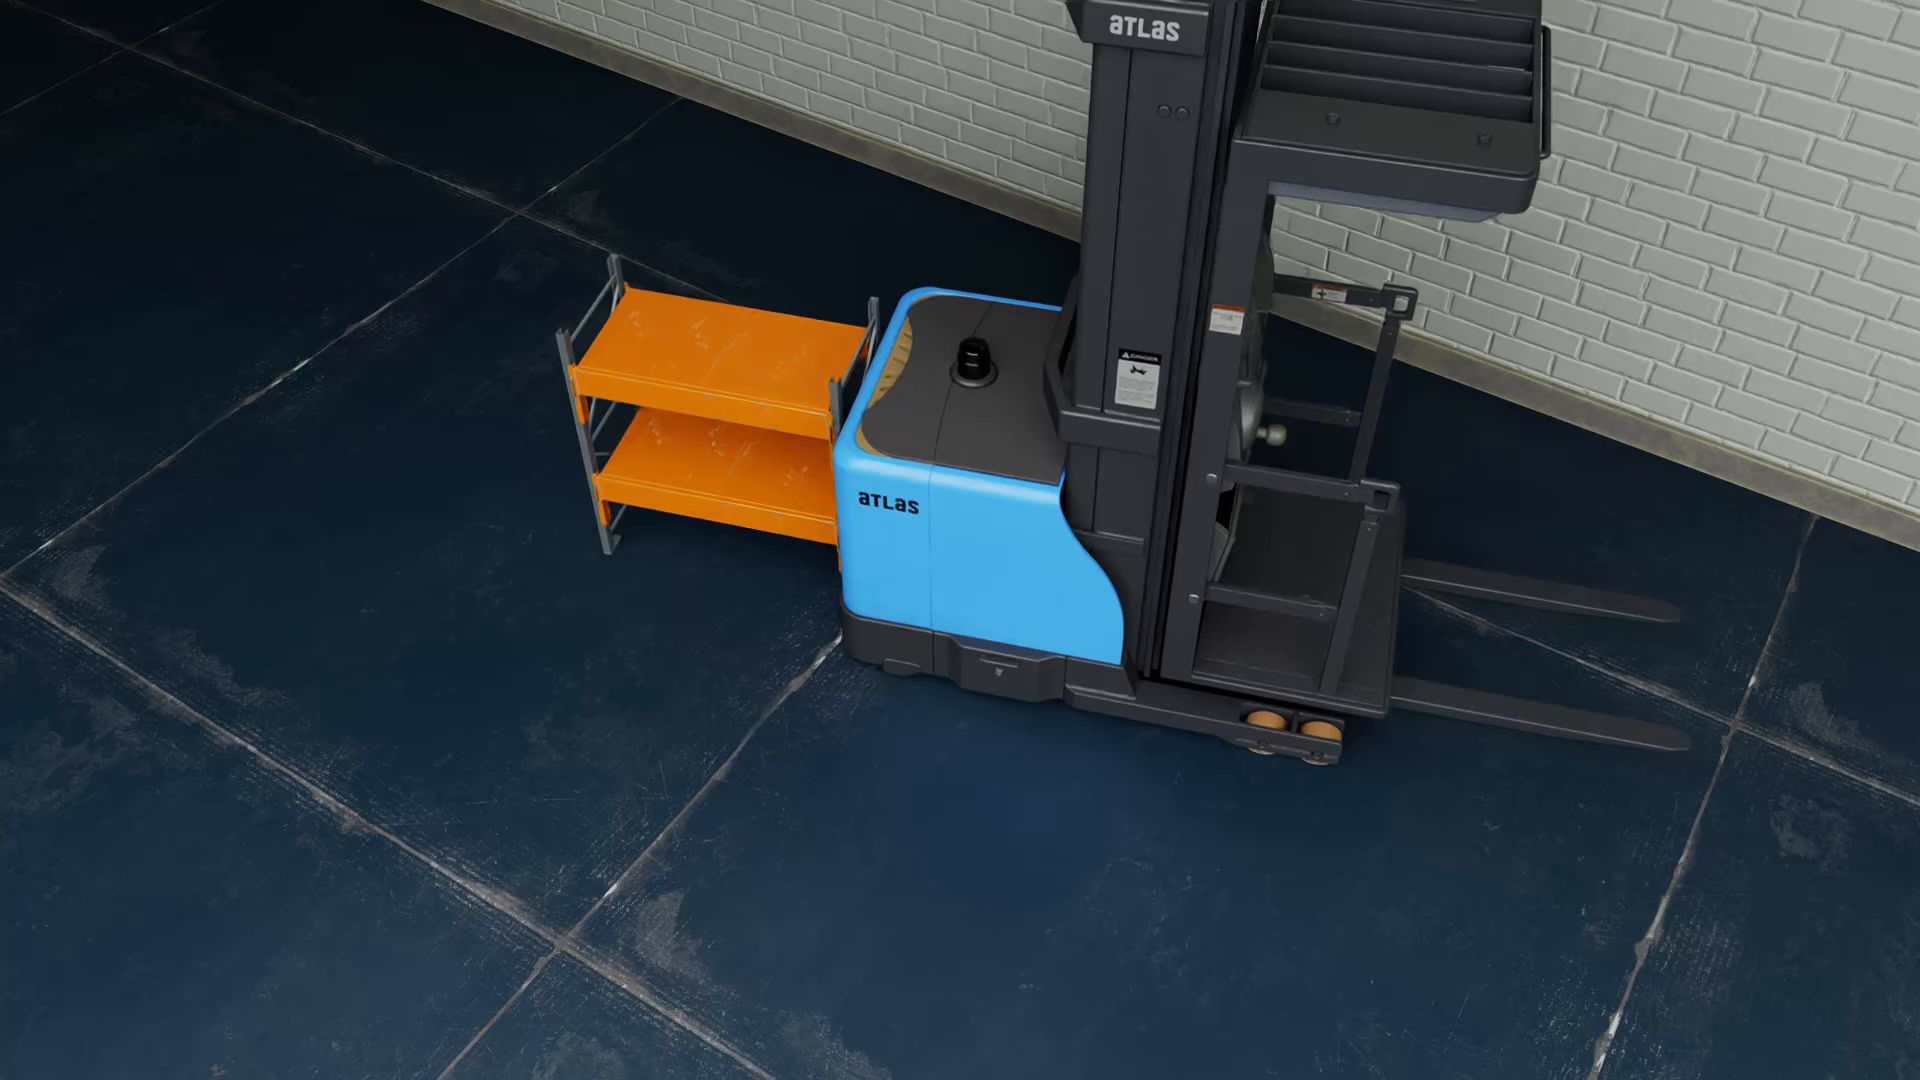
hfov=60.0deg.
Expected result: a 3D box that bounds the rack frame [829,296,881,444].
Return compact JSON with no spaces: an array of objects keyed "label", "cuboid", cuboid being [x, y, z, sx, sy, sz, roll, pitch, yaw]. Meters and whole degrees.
[{"label":"rack frame","cuboid":[-0.372,-0.318,6.274,0.032,1.125,0.500,11,47,10]}]

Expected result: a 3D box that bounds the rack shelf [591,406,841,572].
[{"label":"rack shelf","cuboid":[-0.863,-0.241,6.541,1.000,0.278,0.538,11,47,10]}]

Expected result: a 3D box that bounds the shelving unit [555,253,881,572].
[{"label":"shelving unit","cuboid":[-0.863,-0.412,6.366,1.048,1.125,0.538,11,47,10]}]

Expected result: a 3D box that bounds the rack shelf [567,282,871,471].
[{"label":"rack shelf","cuboid":[-0.863,-0.616,6.156,1.000,0.278,0.538,11,47,10]}]

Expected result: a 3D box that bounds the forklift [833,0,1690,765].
[{"label":"forklift","cuboid":[1.131,-0.639,5.327,3.031,2.935,1.130,10,47,10]}]

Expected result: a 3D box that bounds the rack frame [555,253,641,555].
[{"label":"rack frame","cuboid":[-1.355,-0.506,6.457,0.032,1.125,0.500,11,47,10]}]
